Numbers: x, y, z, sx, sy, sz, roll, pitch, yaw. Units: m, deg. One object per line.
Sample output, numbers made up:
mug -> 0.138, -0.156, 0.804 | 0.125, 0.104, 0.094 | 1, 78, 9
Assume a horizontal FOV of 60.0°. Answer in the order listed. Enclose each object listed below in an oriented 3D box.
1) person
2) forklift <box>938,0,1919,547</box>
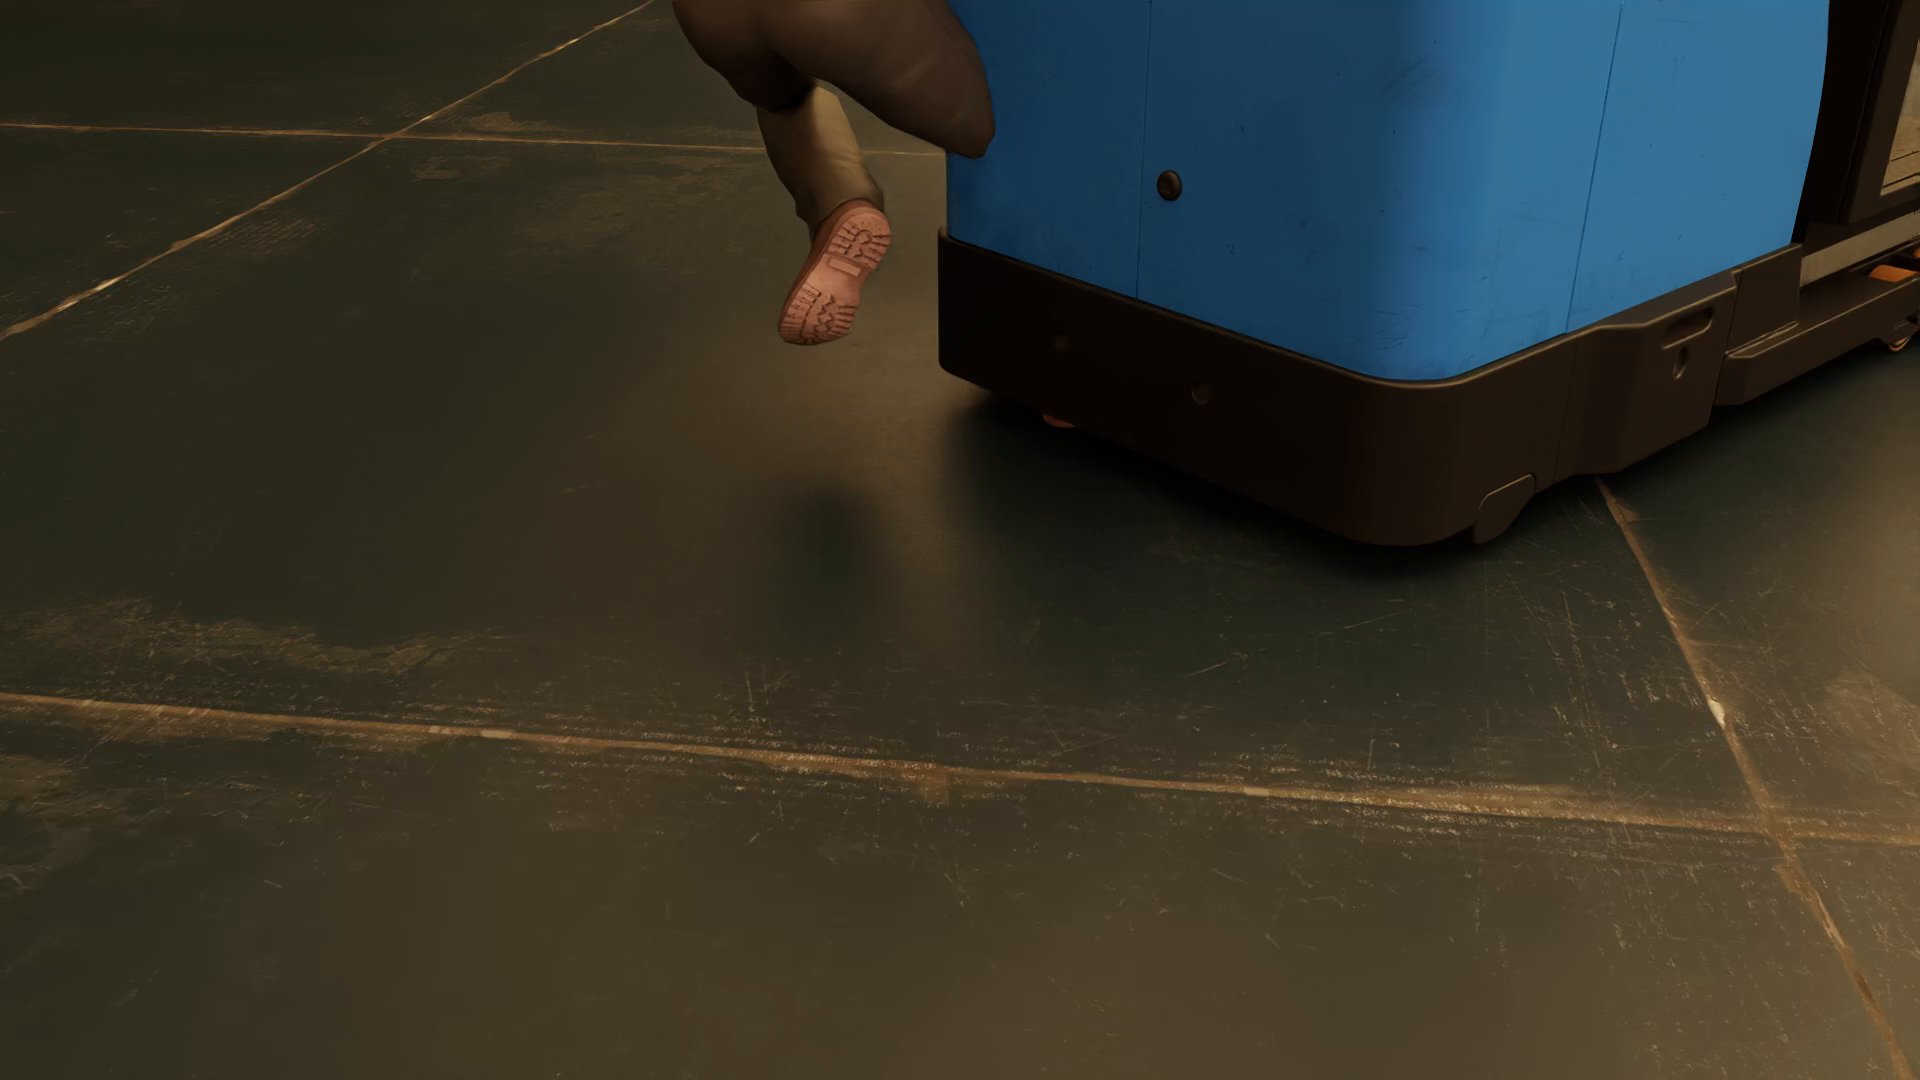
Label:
person -> -0.098, -0.921, 2.662 | 0.717, 1.494, 0.655 | 11, 28, 21
forklift -> 1.409, -1.835, 2.896 | 3.031, 2.935, 1.130 | -21, 33, -36
